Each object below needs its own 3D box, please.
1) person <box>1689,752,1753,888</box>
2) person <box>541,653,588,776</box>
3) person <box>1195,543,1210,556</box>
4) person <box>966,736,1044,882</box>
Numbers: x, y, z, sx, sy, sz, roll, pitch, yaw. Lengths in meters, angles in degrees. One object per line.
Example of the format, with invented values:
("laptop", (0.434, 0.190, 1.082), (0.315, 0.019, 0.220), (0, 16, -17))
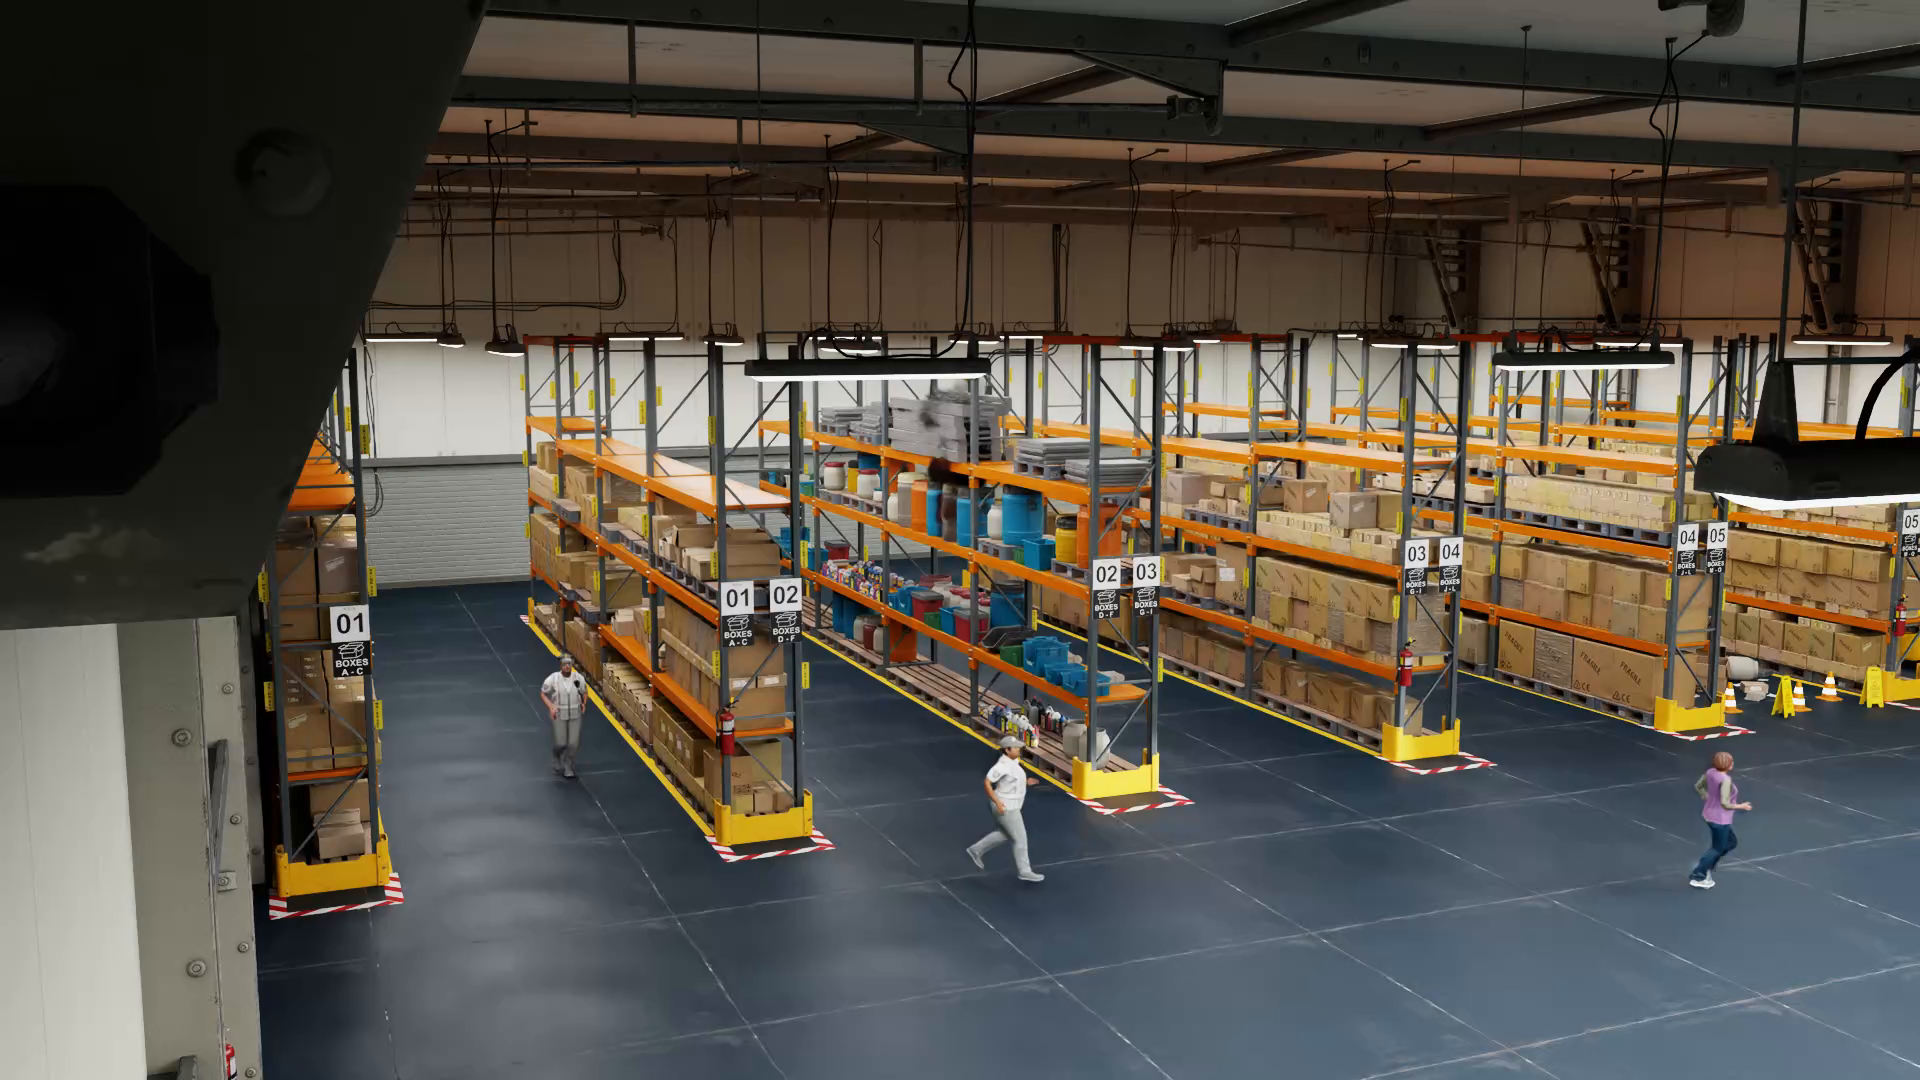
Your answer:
("person", (8.439, 3.100, 18.445), (0.605, 1.559, 0.509), (1, 8, 5))
("person", (-5.435, 2.416, 22.997), (0.639, 1.733, 0.592), (-4, 8, -25))
("person", (5.184, 0.829, 35.708), (0.541, 1.559, 0.549), (-2, 8, -18))
("person", (0.515, 3.008, 18.750), (0.897, 1.643, 0.607), (1, 8, 11))
